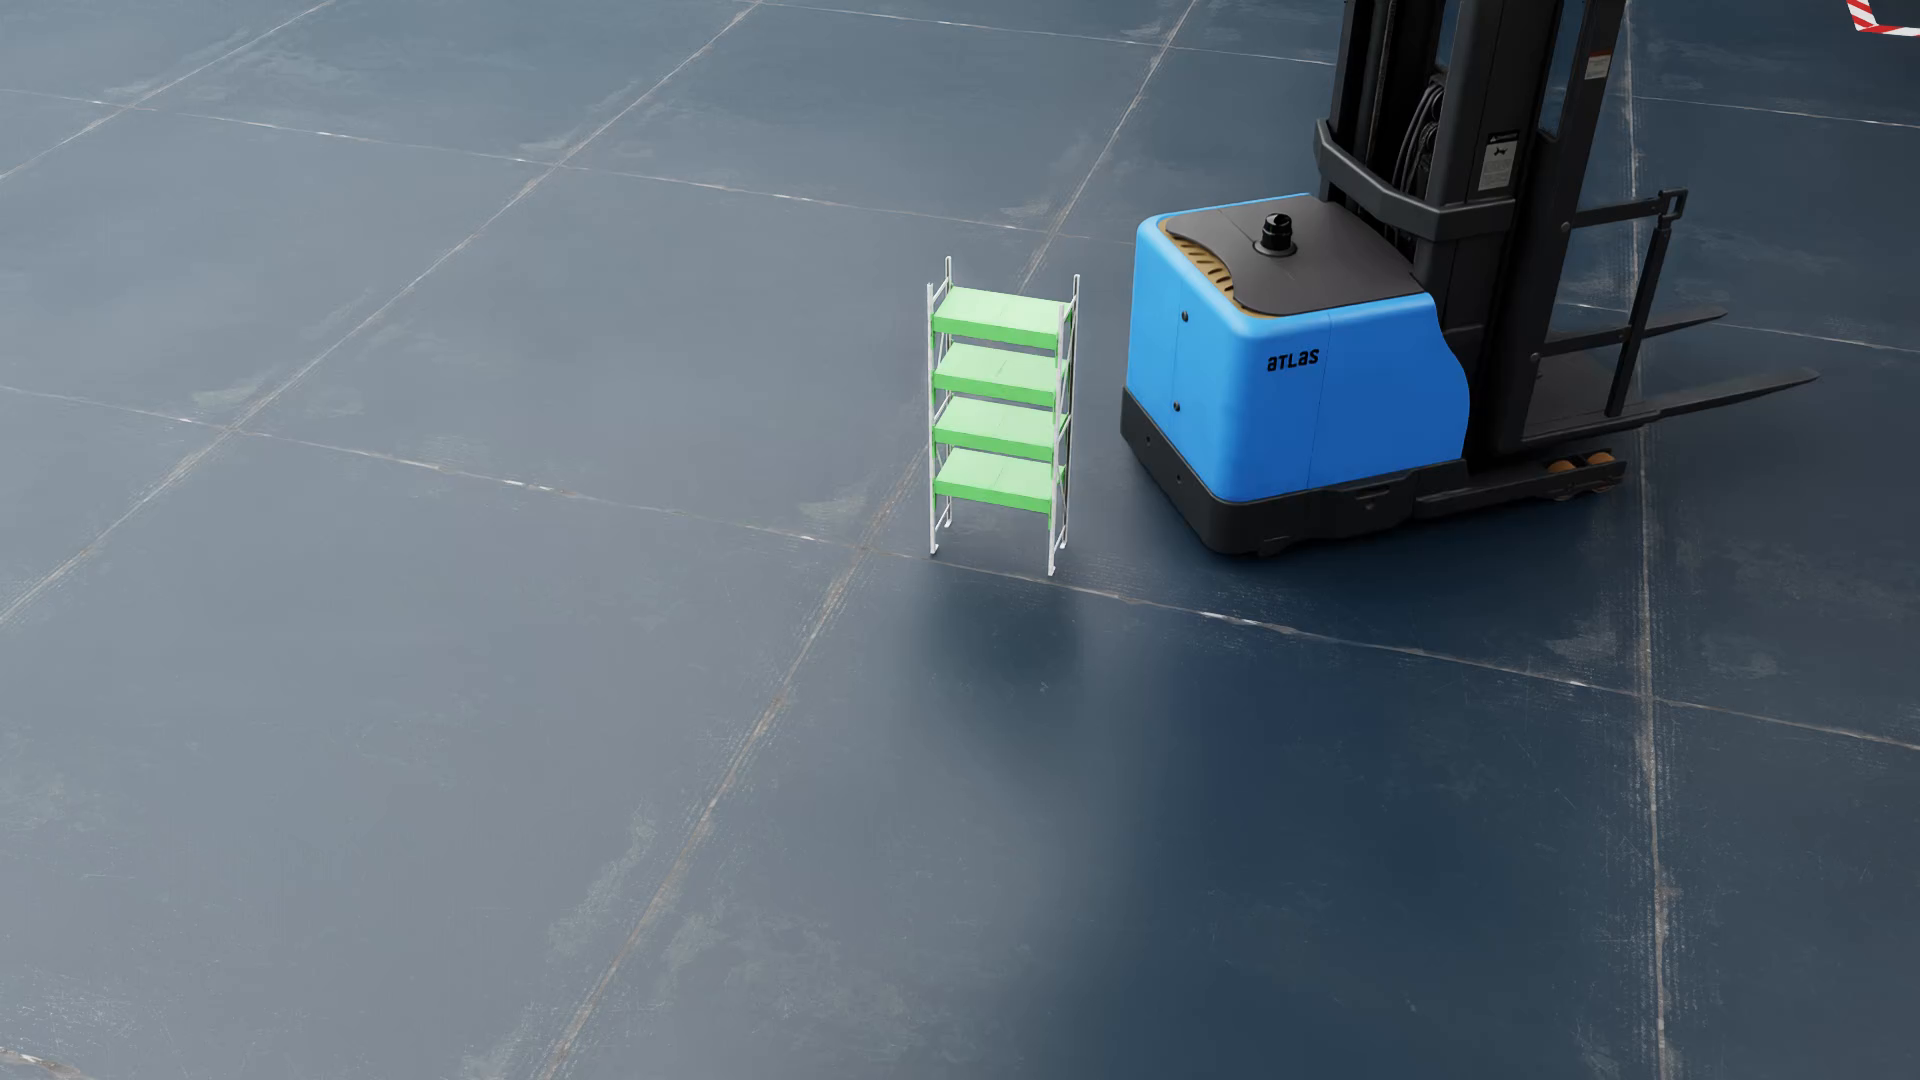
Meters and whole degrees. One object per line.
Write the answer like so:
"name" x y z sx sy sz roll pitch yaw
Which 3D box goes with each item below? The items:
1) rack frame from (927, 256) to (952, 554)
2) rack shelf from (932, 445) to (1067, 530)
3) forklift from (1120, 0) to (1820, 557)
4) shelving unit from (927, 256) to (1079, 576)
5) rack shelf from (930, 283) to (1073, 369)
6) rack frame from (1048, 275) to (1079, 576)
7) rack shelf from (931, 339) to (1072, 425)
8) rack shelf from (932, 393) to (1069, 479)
"rack frame" -0.075 -0.497 6.413 0.015 1.200 0.240 10 38 14
"rack shelf" 0.158 -0.209 6.535 0.480 0.148 0.258 10 38 14
"forklift" 2.274 -1.630 6.492 3.031 2.935 1.130 -11 38 -15
"shelving unit" 0.158 -0.454 6.355 0.503 1.200 0.258 10 38 14
"rack shelf" 0.158 -0.789 6.108 0.480 0.148 0.258 10 38 14
"rack frame" 0.391 -0.411 6.296 0.015 1.200 0.240 10 38 14
"rack shelf" 0.158 -0.596 6.250 0.480 0.148 0.258 10 38 14
"rack shelf" 0.158 -0.402 6.392 0.480 0.148 0.258 10 38 14
